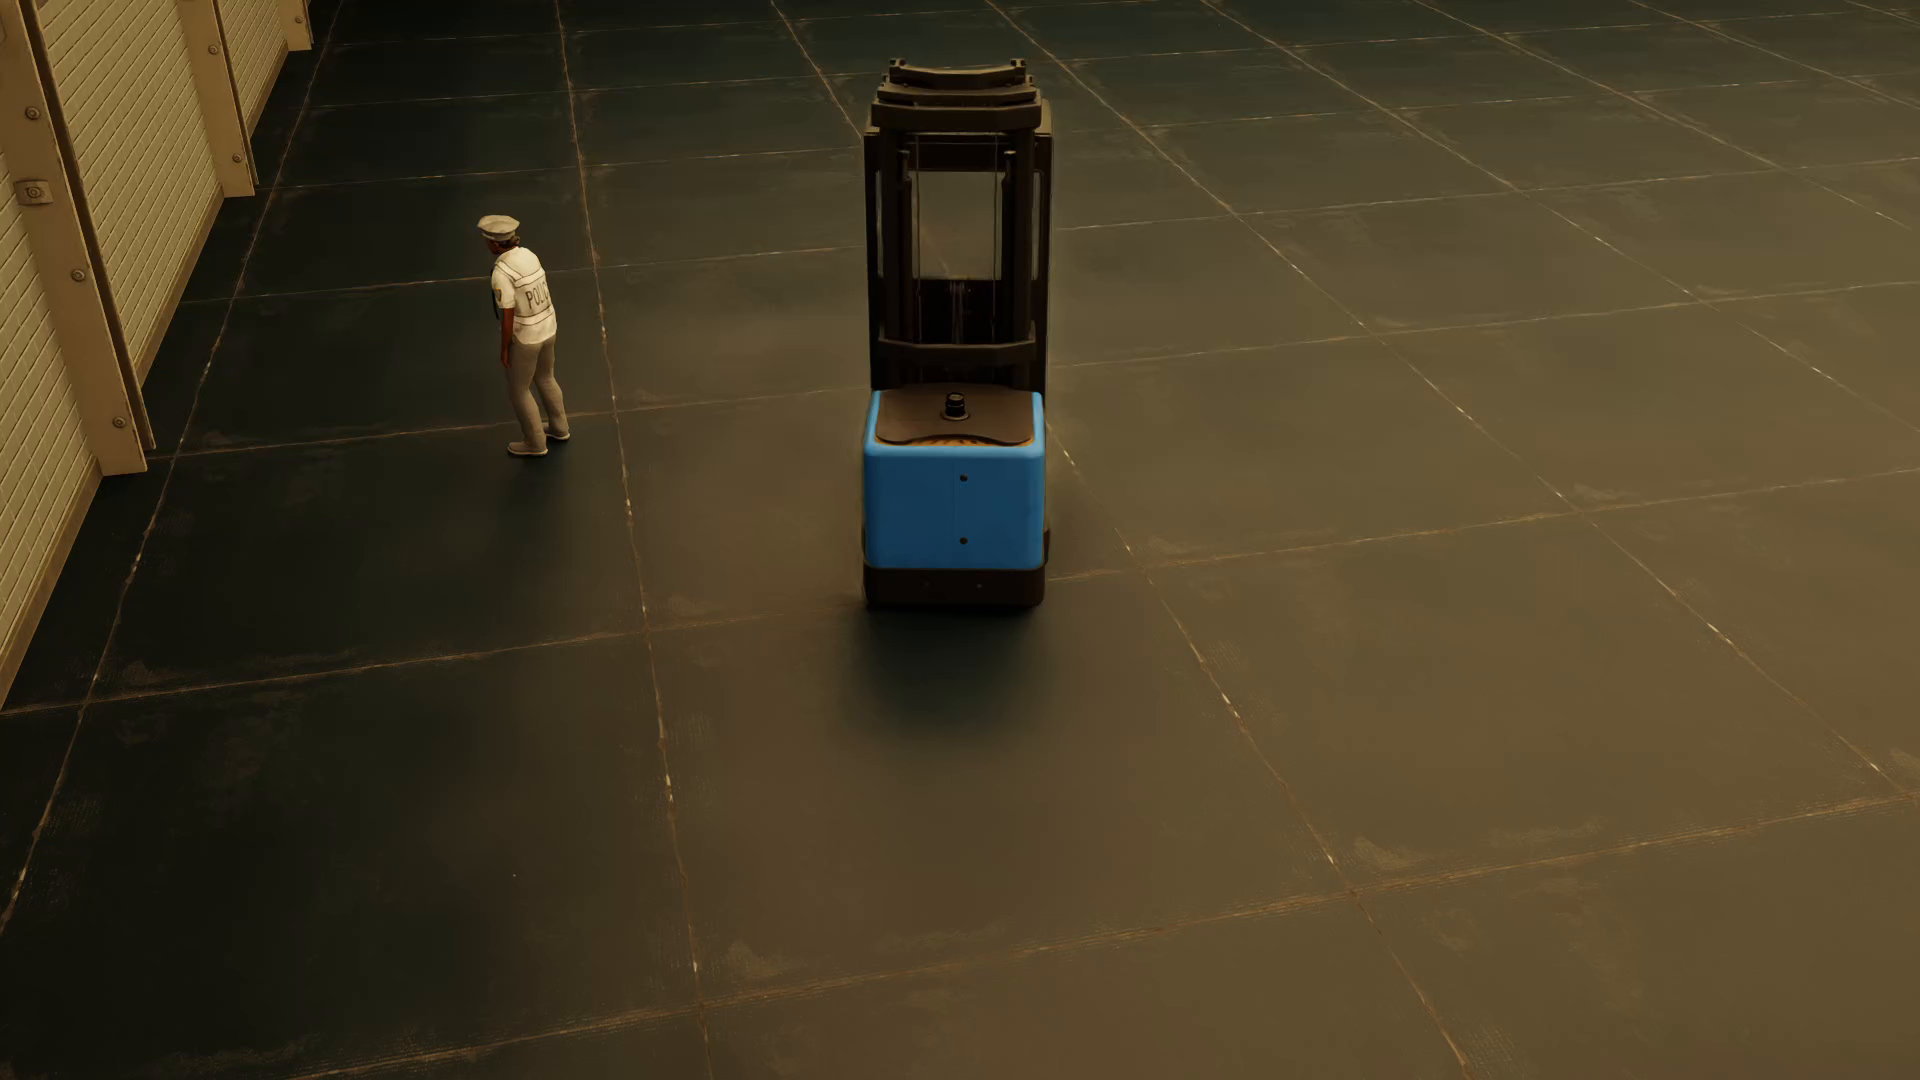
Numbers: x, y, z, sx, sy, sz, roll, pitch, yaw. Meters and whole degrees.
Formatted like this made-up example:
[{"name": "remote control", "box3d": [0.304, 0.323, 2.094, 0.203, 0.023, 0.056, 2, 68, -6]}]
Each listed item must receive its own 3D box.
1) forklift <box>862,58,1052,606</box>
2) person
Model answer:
[{"name": "forklift", "box3d": [-0.007, -1.586, 10.314, 1.130, 2.935, 3.031, 1, 30, 1]}, {"name": "person", "box3d": [-2.929, -1.372, 11.218, 0.398, 1.657, 0.529, 11, 32, 19]}]
